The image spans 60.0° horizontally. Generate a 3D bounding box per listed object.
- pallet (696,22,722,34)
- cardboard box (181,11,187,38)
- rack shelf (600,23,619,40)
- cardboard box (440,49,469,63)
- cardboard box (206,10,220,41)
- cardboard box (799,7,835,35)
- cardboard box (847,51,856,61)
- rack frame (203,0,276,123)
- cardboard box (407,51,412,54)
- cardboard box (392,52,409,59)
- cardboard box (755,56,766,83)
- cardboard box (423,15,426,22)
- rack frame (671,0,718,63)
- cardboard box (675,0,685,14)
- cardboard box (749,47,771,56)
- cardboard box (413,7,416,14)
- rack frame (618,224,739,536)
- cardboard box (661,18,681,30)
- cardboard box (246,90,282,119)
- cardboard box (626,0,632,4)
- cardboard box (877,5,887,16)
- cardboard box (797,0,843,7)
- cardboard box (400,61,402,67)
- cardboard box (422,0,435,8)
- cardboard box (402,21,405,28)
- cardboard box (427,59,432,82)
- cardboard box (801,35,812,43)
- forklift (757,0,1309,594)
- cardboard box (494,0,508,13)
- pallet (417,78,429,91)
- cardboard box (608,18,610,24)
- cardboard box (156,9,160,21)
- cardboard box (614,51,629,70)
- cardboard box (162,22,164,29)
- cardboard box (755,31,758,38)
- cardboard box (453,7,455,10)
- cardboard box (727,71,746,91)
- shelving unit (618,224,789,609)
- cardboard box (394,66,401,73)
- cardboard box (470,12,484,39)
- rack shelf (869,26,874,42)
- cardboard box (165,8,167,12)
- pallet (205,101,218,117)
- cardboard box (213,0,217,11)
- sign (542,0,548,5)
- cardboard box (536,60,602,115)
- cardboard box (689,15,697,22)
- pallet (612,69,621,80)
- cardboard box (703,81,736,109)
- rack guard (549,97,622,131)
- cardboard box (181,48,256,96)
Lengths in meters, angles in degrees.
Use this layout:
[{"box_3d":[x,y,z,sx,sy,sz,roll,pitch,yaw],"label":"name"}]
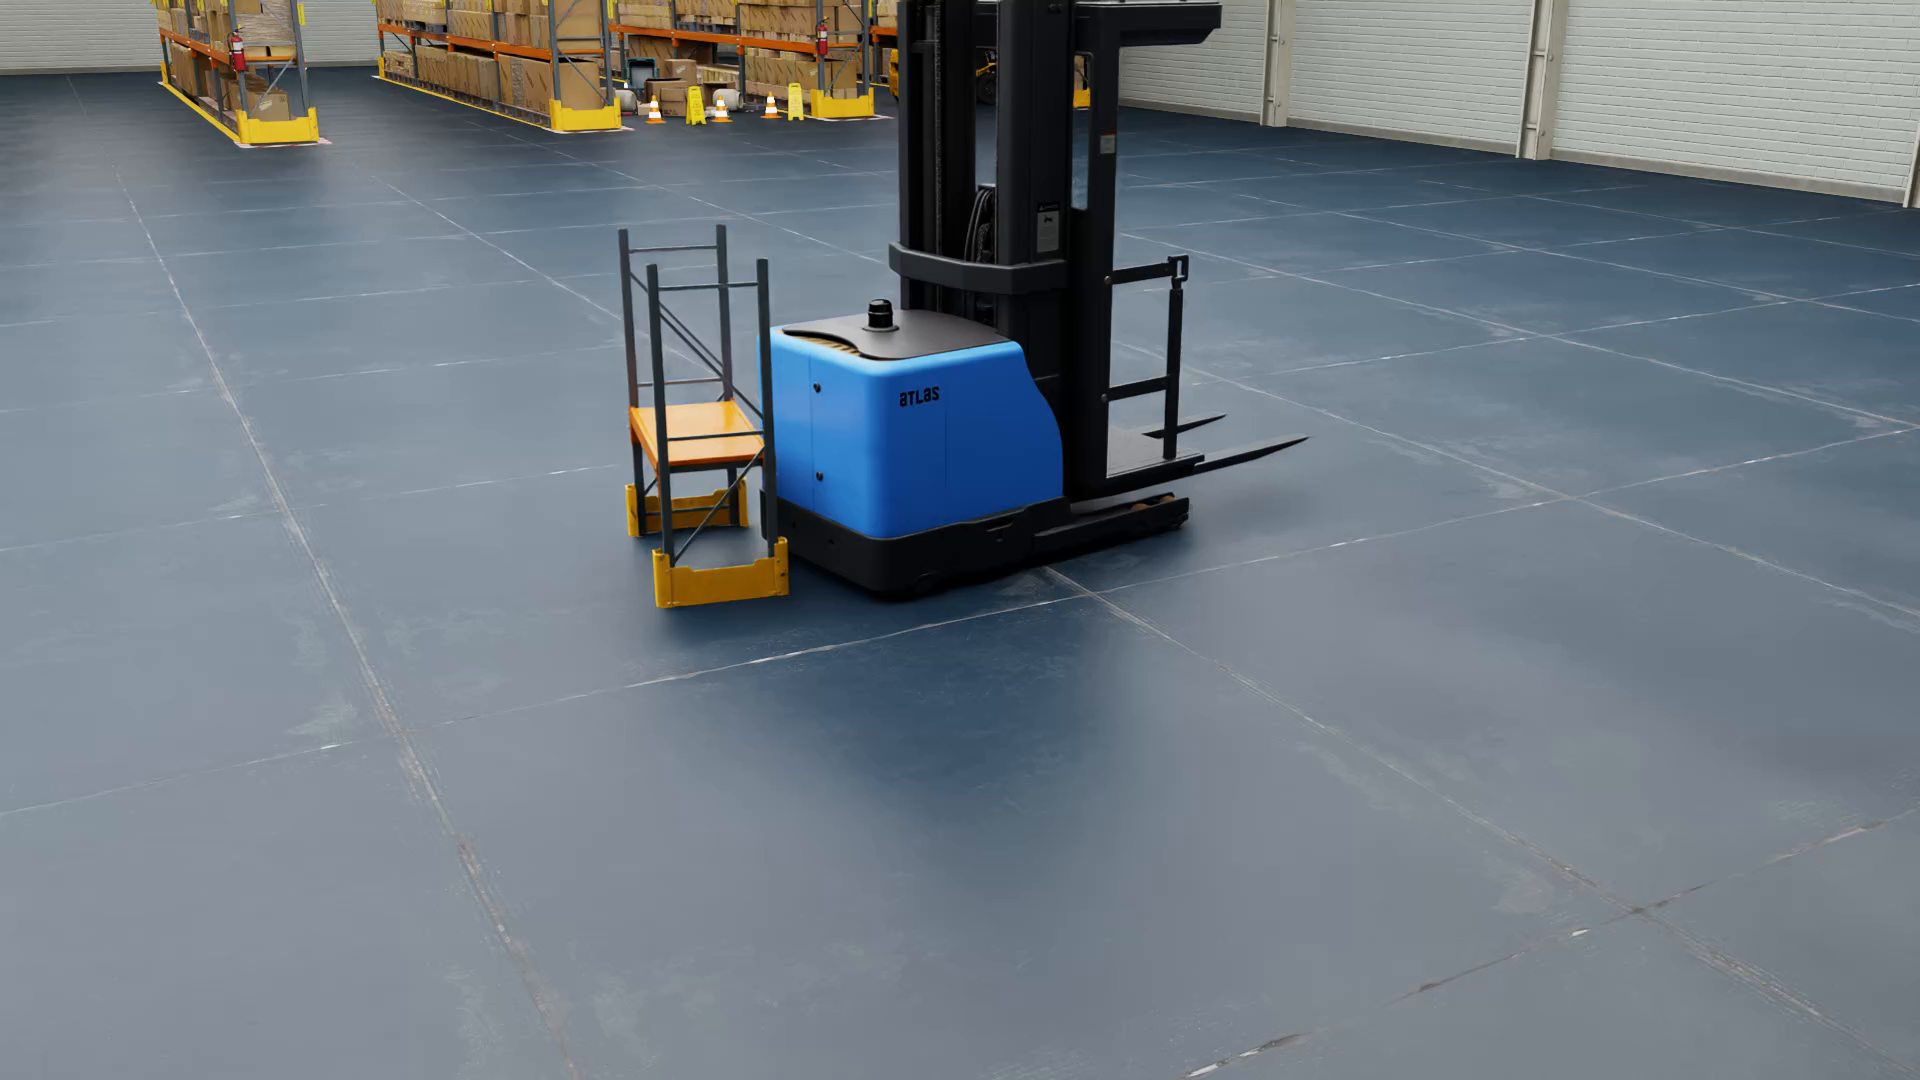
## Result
[{"box_3d":[-4.977,-10.975,35.632,1.003,0.211,1.213,-10,21,-27],"label":"pallet"},{"box_3d":[-15.358,-10.387,33.481,0.500,0.500,0.500,-10,22,-27],"label":"cardboard box"},{"box_3d":[-8.802,-13.010,42.338,1.077,0.370,4.000,-10,21,-27],"label":"rack shelf"},{"box_3d":[-10.817,-10.359,35.591,0.500,0.250,0.500,-11,22,-28],"label":"cardboard box"},{"box_3d":[-12.409,-8.844,28.554,0.875,0.500,0.500,-10,21,-27],"label":"cardboard box"},{"box_3d":[-2.654,-9.632,30.837,0.500,0.500,0.500,-10,22,-28],"label":"cardboard box"},{"box_3d":[-2.456,-11.797,40.910,0.500,0.500,0.500,-9,21,-24],"label":"cardboard box"},{"box_3d":[-12.775,-8.944,29.453,1.000,3.000,0.127,-10,21,-27],"label":"rack frame"},{"box_3d":[-13.517,-12.067,41.317,0.380,0.149,0.250,-10,21,-26],"label":"cardboard box"},{"box_3d":[-13.676,-11.846,40.678,0.380,0.149,0.250,-11,22,-29],"label":"cardboard box"},{"box_3d":[-3.746,-9.369,33.107,0.500,0.500,0.500,-9,21,-24],"label":"cardboard box"},{"box_3d":[-11.383,-11.276,35.953,0.380,0.149,0.250,-11,22,-29],"label":"cardboard box"},{"box_3d":[-5.953,-11.627,37.229,1.000,3.000,0.127,-10,21,-27],"label":"rack frame"},{"box_3d":[-5.943,-11.849,36.618,0.500,0.500,0.500,-11,22,-28],"label":"cardboard box"},{"box_3d":[-4.004,-9.783,33.311,0.380,0.149,0.250,-10,21,-26],"label":"cardboard box"},{"box_3d":[-11.877,-11.716,36.772,0.380,0.149,0.250,-9,21,-24],"label":"cardboard box"},{"box_3d":[-1.349,-0.758,8.028,0.500,1.500,0.032,-6,20,-16],"label":"rack frame"},{"box_3d":[-6.422,-11.661,37.558,0.500,0.250,0.500,-11,22,-29],"label":"cardboard box"},{"box_3d":[-11.471,-7.161,27.474,0.500,0.500,0.500,-4,20,-12],"label":"cardboard box"},{"box_3d":[-7.630,-12.983,39.472,0.500,0.500,0.500,-10,21,-27],"label":"cardboard box"},{"box_3d":[-1.613,-12.394,38.913,0.500,0.250,0.500,-10,21,-27],"label":"cardboard box"},{"box_3d":[-2.589,-10.104,30.673,0.700,0.500,0.500,-11,22,-28],"label":"cardboard box"},{"box_3d":[-13.362,-11.562,40.311,0.380,0.149,0.250,-9,21,-24],"label":"cardboard box"},{"box_3d":[-11.379,-11.556,35.852,0.380,0.149,0.250,-10,21,-27],"label":"cardboard box"},{"box_3d":[-12.721,-11.964,38.590,0.380,0.149,0.250,-11,22,-28],"label":"cardboard box"},{"box_3d":[-11.530,-10.444,36.987,0.500,0.500,0.500,-10,21,-26],"label":"cardboard box"},{"box_3d":[-2.738,-9.342,30.991,0.380,0.149,0.250,-10,22,-27],"label":"cardboard box"},{"box_3d":[0.517,-1.519,8.041,3.031,2.935,1.130,-14,24,-36],"label":"forklift"},{"box_3d":[-8.217,-10.154,31.073,0.875,0.550,0.550,-10,21,-27],"label":"cardboard box"},{"box_3d":[-11.790,-10.439,38.059,1.003,0.211,1.213,-10,21,-27],"label":"pallet"},{"box_3d":[-8.547,-13.063,41.237,0.500,0.500,0.500,-11,22,-28],"label":"cardboard box"},{"box_3d":[-18.483,-12.279,38.892,0.500,0.250,0.500,-11,22,-28],"label":"cardboard box"},{"box_3d":[-8.056,-11.960,41.477,0.875,0.438,0.875,-10,22,-27],"label":"cardboard box"},{"box_3d":[-17.982,-11.748,37.965,0.380,0.149,0.250,-10,22,-27],"label":"cardboard box"},{"box_3d":[-3.868,-10.084,33.142,0.380,0.149,0.250,-10,21,-27],"label":"cardboard box"},{"box_3d":[-10.812,-11.520,36.202,0.380,0.149,0.250,-10,21,-27],"label":"cardboard box"},{"box_3d":[-4.305,-9.586,34.697,0.950,0.372,0.625,-10,21,-26],"label":"cardboard box"},{"box_3d":[-1.199,-0.602,7.577,0.587,1.500,1.083,-6,20,-16],"label":"shelving unit"},{"box_3d":[-13.501,-11.413,40.333,0.380,0.149,0.250,-11,22,-29],"label":"cardboard box"},{"box_3d":[-9.325,-10.129,32.734,0.500,0.500,0.500,-10,21,-26],"label":"cardboard box"},{"box_3d":[-2.536,-12.631,41.242,1.077,0.370,4.000,-10,21,-27],"label":"rack shelf"},{"box_3d":[-17.262,-11.900,36.643,0.500,0.500,0.500,-10,21,-26],"label":"cardboard box"},{"box_3d":[-13.729,-8.200,31.571,1.003,0.211,1.213,-10,21,-27],"label":"pallet"},{"box_3d":[-12.062,-9.007,27.494,0.500,0.500,0.500,-10,21,-27],"label":"cardboard box"},{"box_3d":[-6.947,-9.114,27.808,0.100,0.325,0.005,-10,21,-27],"label":"sign"},{"box_3d":[-6.843,-7.914,29.080,0.875,0.875,0.875,-10,21,-26],"label":"cardboard box"},{"box_3d":[-5.656,-11.331,36.111,0.380,0.149,0.250,-10,21,-26],"label":"cardboard box"},{"box_3d":[-8.145,-11.688,41.680,1.003,0.211,1.213,-10,21,-27],"label":"pallet"},{"box_3d":[-4.742,-8.780,32.807,0.500,0.500,0.500,4,19,11],"label":"cardboard box"},{"box_3d":[-6.451,-7.347,28.656,1.175,0.500,0.348,-10,21,-27],"label":"rack guard"},{"box_3d":[-14.984,-9.488,33.642,1.225,0.875,0.875,-11,22,-29],"label":"cardboard box"}]
